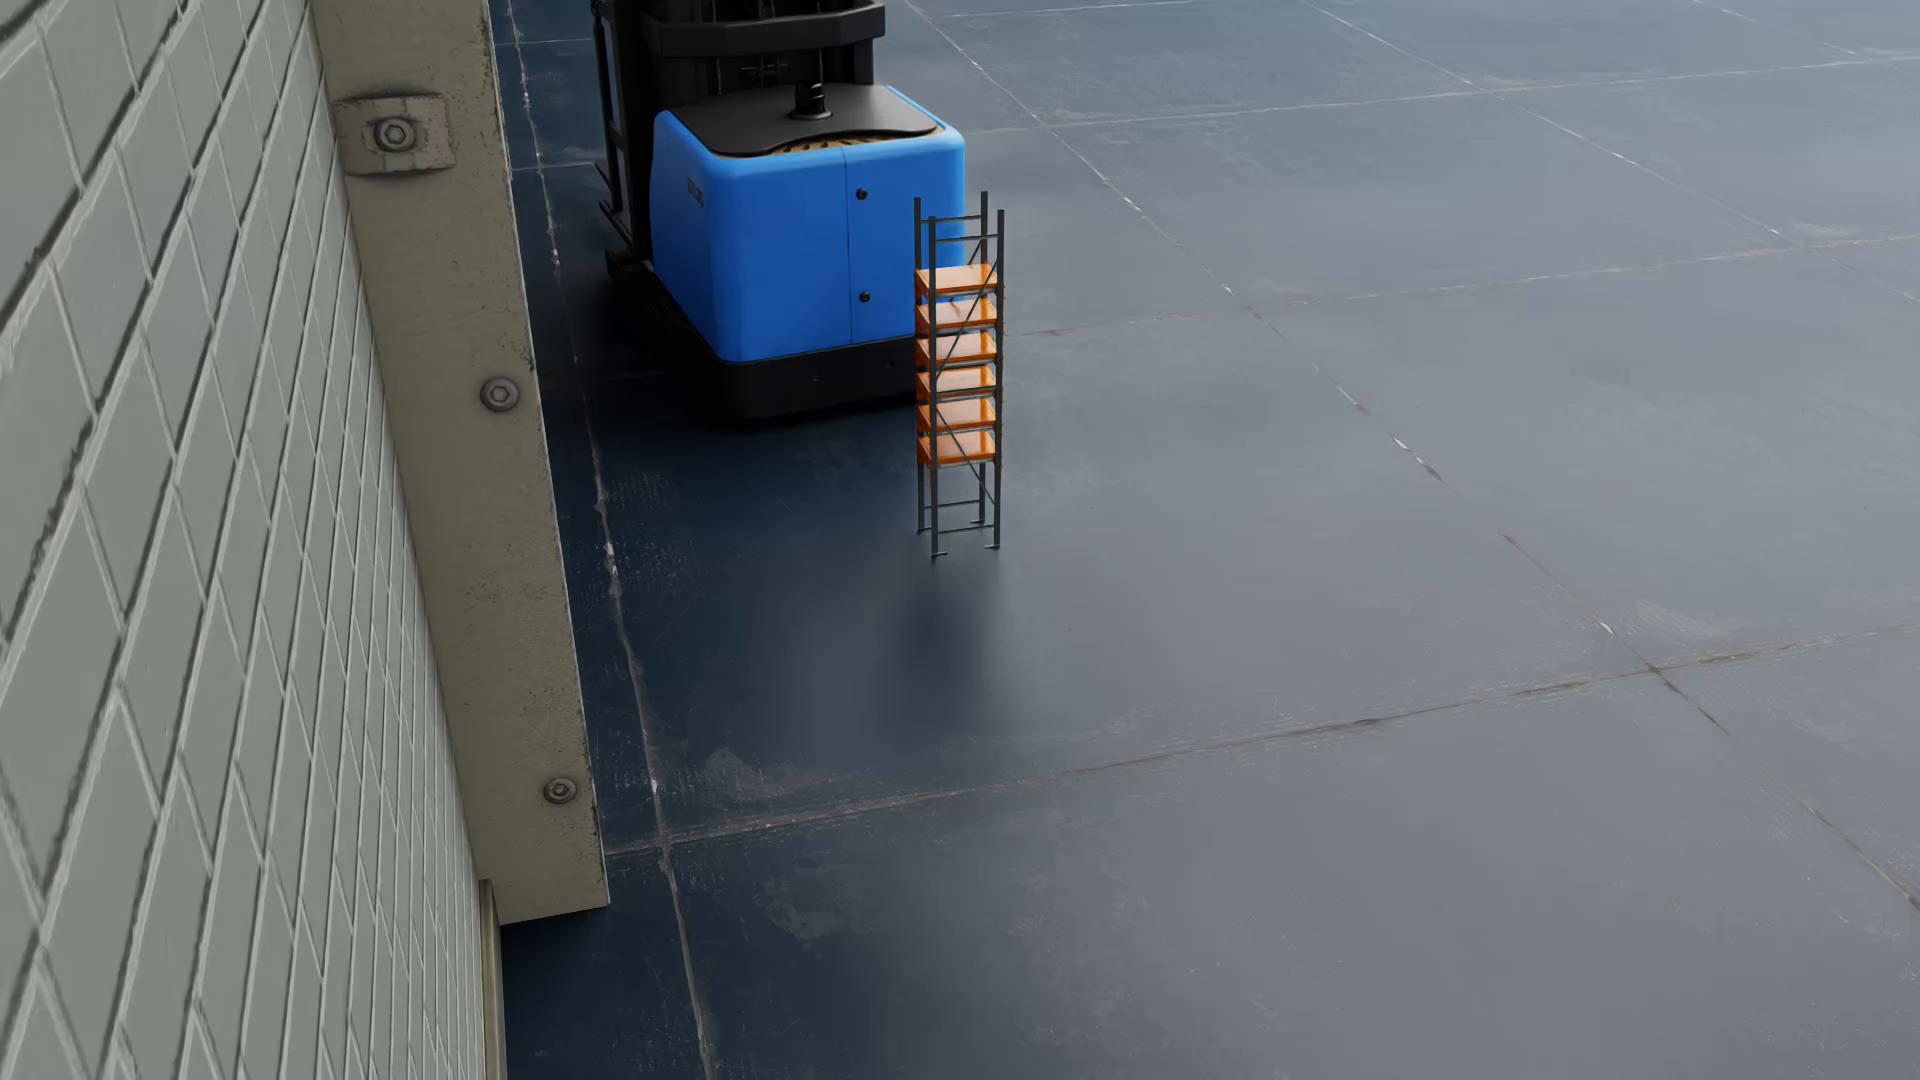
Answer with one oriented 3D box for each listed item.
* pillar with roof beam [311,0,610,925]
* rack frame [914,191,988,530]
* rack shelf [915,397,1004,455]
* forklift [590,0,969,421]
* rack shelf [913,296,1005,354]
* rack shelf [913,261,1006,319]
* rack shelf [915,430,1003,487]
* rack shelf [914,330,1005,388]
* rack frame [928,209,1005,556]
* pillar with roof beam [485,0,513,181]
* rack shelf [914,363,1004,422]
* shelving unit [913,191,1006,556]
[{"bbox_3d":[3.072,-3.628,3.034,9.100,9.000,0.400,-8,31,-13],"label":"pillar with roof beam"},{"bbox_3d":[-0.028,-0.570,5.538,0.240,1.200,0.006,-8,31,-13],"label":"rack frame"},{"bbox_3d":[-0.004,-0.384,5.544,0.258,0.103,0.180,-8,31,-13],"label":"rack shelf"},{"bbox_3d":[-1.012,-2.448,7.053,1.130,2.935,3.031,-12,32,-20],"label":"forklift"},{"bbox_3d":[-0.004,-0.696,5.364,0.258,0.103,0.180,-8,31,-13],"label":"rack shelf"},{"bbox_3d":[-0.004,-0.799,5.303,0.258,0.103,0.180,-8,31,-13],"label":"rack shelf"},{"bbox_3d":[-0.004,-0.280,5.604,0.258,0.103,0.180,-8,31,-13],"label":"rack shelf"},{"bbox_3d":[-0.004,-0.592,5.424,0.258,0.103,0.180,-8,31,-13],"label":"rack shelf"},{"bbox_3d":[0.020,-0.482,5.385,0.240,1.200,0.006,-8,31,-13],"label":"rack frame"},{"bbox_3d":[1.480,-6.525,8.041,9.100,9.000,0.400,-8,31,-13],"label":"pillar with roof beam"},{"bbox_3d":[-0.004,-0.488,5.484,0.258,0.103,0.180,-8,31,-13],"label":"rack shelf"},{"bbox_3d":[-0.004,-0.526,5.462,0.258,1.200,0.189,-8,31,-13],"label":"shelving unit"}]
